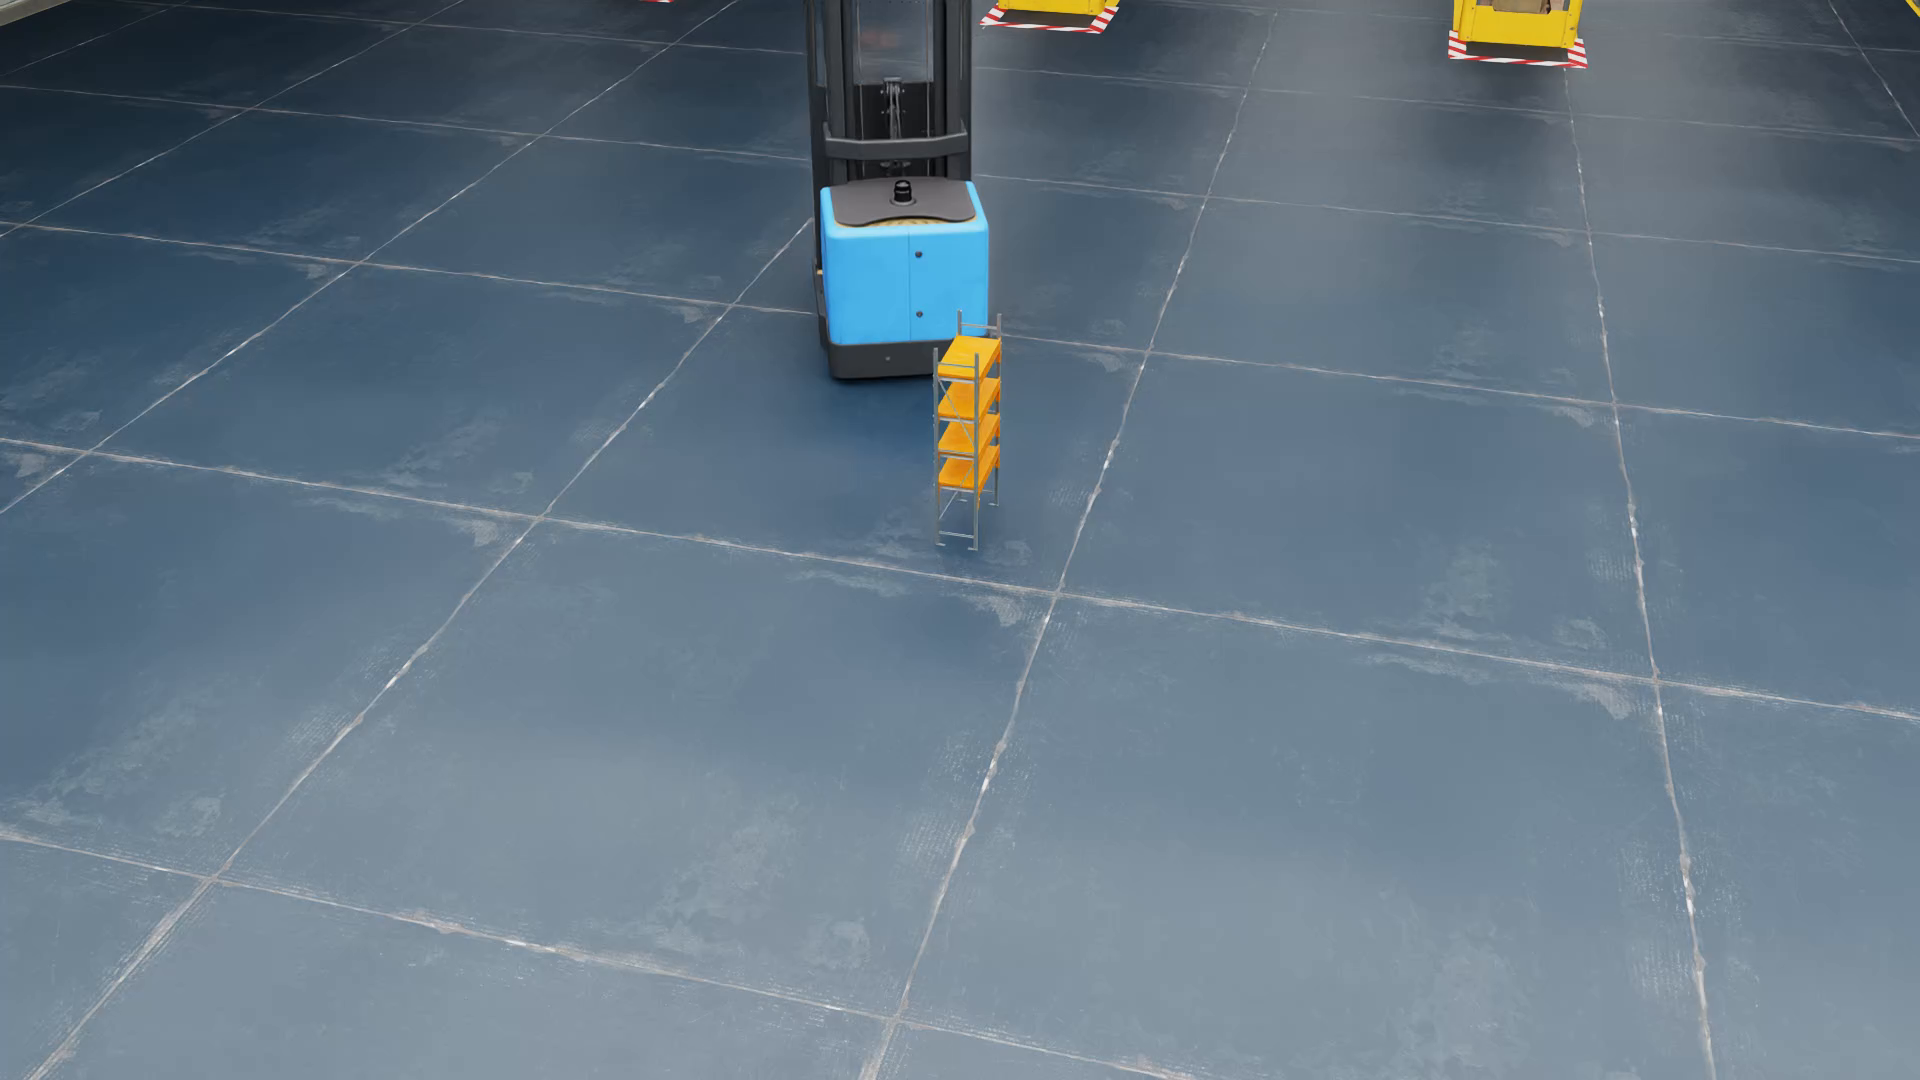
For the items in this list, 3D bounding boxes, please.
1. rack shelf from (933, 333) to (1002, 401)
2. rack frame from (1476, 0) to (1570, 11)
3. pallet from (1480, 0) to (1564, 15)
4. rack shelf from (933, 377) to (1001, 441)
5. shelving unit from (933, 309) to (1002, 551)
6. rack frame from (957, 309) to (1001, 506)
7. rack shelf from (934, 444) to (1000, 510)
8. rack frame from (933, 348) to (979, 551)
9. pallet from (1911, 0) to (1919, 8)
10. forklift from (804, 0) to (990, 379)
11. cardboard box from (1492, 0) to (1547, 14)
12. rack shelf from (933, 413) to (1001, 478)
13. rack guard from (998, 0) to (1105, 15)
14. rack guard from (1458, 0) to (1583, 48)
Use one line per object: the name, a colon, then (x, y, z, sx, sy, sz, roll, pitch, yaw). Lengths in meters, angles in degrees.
rack shelf: (0.042, -0.924, 8.852, 0.258, 0.148, 0.480, 8, 33, 12)
rack frame: (5.840, -6.504, 16.685, 1.000, 3.000, 0.127, 8, 33, 12)
pallet: (6.099, -5.783, 18.150, 1.003, 0.211, 1.213, 8, 33, 12)
rack shelf: (0.042, -0.724, 8.979, 0.258, 0.148, 0.480, 8, 33, 12)
shelving unit: (0.042, -0.592, 9.063, 0.258, 1.200, 0.503, 8, 33, 12)
rack frame: (0.104, -0.719, 9.262, 0.240, 1.200, 0.015, 8, 33, 12)
rack shelf: (0.042, -0.368, 9.206, 0.258, 0.148, 0.480, 8, 33, 12)
rack frame: (-0.020, -0.466, 8.864, 0.240, 1.200, 0.015, 8, 33, 12)
pallet: (11.358, -6.291, 18.949, 1.003, 0.211, 1.213, 8, 33, 12)
forklift: (-0.496, -3.053, 11.321, 1.130, 2.935, 3.031, -4, 33, -6)
cardboard box: (6.014, -5.948, 17.749, 0.500, 0.500, 0.500, 14, 35, 21)
rack shelf: (0.042, -0.535, 9.099, 0.258, 0.148, 0.480, 8, 33, 12)
rack guard: (1.022, -6.169, 18.488, 1.175, 0.500, 0.348, 8, 33, 12)
rack guard: (5.859, -5.488, 17.417, 1.175, 0.500, 0.348, 8, 33, 12)
